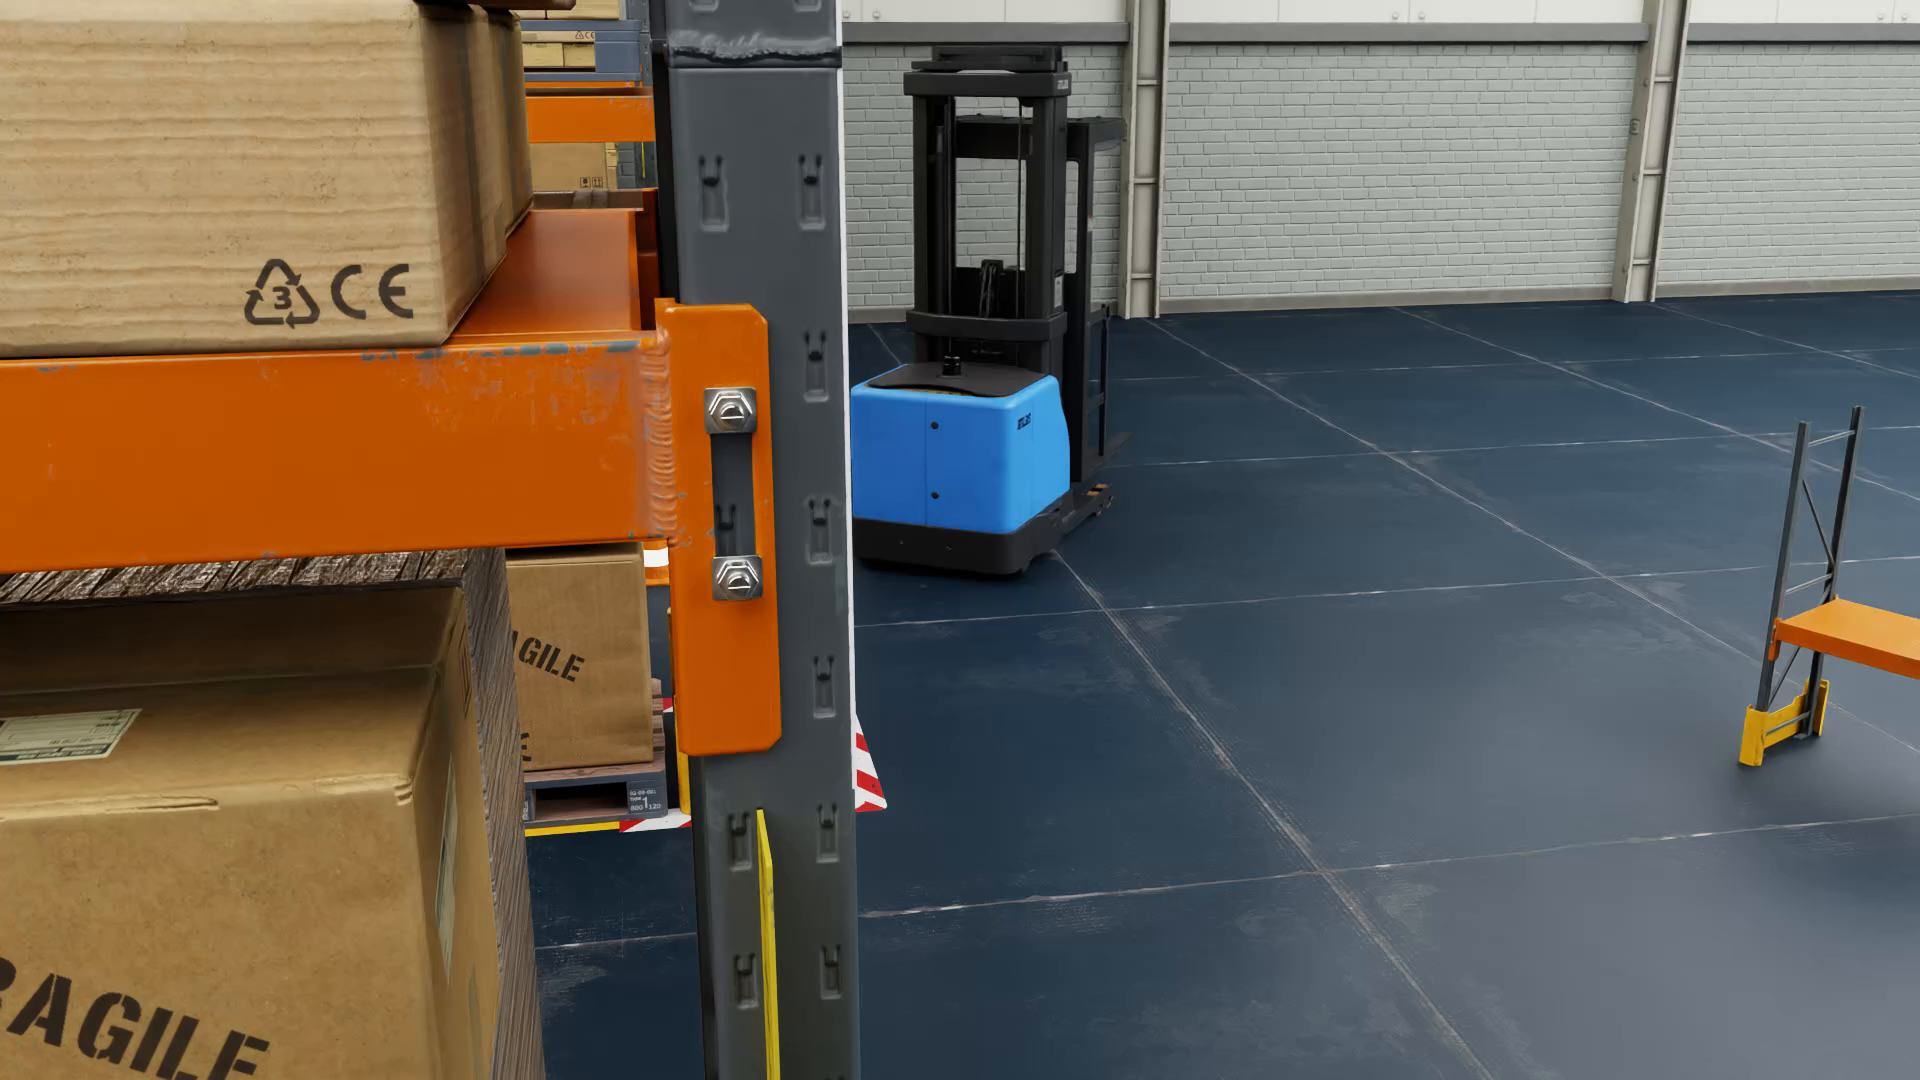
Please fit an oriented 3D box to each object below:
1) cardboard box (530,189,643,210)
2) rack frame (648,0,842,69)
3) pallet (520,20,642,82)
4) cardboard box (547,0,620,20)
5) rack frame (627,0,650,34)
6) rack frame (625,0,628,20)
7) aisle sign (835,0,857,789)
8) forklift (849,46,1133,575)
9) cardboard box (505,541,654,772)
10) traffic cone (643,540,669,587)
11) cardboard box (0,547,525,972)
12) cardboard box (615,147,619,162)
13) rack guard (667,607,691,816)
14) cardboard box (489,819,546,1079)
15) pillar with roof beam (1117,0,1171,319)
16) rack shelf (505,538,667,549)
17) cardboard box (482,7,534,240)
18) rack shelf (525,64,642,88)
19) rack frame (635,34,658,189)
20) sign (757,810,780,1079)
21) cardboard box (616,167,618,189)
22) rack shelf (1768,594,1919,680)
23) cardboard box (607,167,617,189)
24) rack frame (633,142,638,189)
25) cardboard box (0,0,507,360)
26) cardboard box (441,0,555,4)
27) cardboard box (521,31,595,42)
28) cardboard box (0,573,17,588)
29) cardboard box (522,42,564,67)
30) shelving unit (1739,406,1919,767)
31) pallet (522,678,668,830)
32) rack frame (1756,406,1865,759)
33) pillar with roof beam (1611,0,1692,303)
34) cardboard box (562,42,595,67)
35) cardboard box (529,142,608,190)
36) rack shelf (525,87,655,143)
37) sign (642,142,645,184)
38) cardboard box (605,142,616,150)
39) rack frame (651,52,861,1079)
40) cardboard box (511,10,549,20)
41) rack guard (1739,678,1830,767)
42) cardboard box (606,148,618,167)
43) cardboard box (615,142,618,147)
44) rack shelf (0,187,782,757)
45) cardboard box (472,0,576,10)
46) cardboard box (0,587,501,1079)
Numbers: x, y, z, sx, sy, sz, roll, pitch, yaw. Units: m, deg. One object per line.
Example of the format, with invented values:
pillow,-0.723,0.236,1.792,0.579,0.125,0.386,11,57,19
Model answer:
cardboard box,-1.459,-1.074,6.606,0.550,0.550,0.875,-3,17,-10
rack frame,-0.245,-1.928,1.263,0.127,3.000,1.000,-3,17,-10
pallet,-1.813,-1.843,6.246,1.213,0.211,1.003,-3,17,-10
cardboard box,-1.349,-1.942,5.960,0.250,0.149,0.380,-3,17,-11
rack frame,-2.125,-4.785,10.565,0.127,3.000,1.000,-3,17,-10
rack frame,-3.071,-6.216,15.223,0.127,3.000,1.000,-3,17,-10
aisle sign,-0.128,-0.220,1.492,0.004,0.787,0.394,-3,17,-10
forklift,0.375,-1.595,10.513,1.130,2.935,3.031,7,18,21
cardboard box,-1.740,0.376,6.883,0.875,0.875,0.875,-3,17,-10
traffic cone,-1.758,-0.008,9.549,0.334,0.463,0.336,-3,17,-10
cardboard box,-0.837,0.224,2.095,0.500,0.500,0.500,-3,17,-10
cardboard box,-3.453,-3.762,16.176,0.250,0.149,0.380,-4,17,-12
rack guard,-1.063,0.698,7.189,0.348,0.500,1.175,-3,17,-10
cardboard box,-0.791,0.772,2.012,0.500,0.500,0.875,-3,17,-10
pillar with roof beam,2.783,-5.530,12.990,0.400,9.000,9.100,-3,17,-10
rack shelf,-3.051,-0.041,6.561,4.000,0.370,1.077,-3,17,-10
cardboard box,-0.767,-0.470,1.881,0.500,0.250,0.500,-3,17,-9
rack shelf,-4.089,-2.896,10.748,4.000,0.370,1.077,-3,17,-10
rack frame,-2.125,-1.917,11.445,0.127,3.000,1.000,-3,17,-10
sign,-0.160,0.396,1.403,0.005,0.325,0.100,-3,17,-10
cardboard box,-3.610,-3.448,16.260,0.500,0.500,0.500,-3,17,-9
rack shelf,3.929,0.487,6.784,0.538,0.185,1.000,-13,21,-36
cardboard box,-3.504,-3.293,15.753,0.500,0.500,0.500,-4,17,-12
rack frame,-3.071,-3.348,16.104,0.127,3.000,1.000,-3,17,-10
cardboard box,-0.670,-0.323,1.400,0.500,0.250,0.500,-3,17,-9
cardboard box,-0.459,-0.508,1.324,0.250,0.149,0.380,-3,17,-10
cardboard box,-2.577,-3.316,10.638,0.500,0.250,0.500,-3,17,-11
cardboard box,-1.329,0.249,2.011,0.500,0.500,0.500,-3,17,-10
cardboard box,-2.661,-3.107,10.639,0.250,0.149,0.380,-3,17,-10
shelving unit,3.924,0.313,6.738,0.587,1.500,1.083,-13,21,-36
pallet,-1.857,0.904,7.009,1.213,0.211,1.003,-3,17,-10
rack frame,3.620,0.197,7.117,0.500,1.500,0.032,-13,21,-36
pillar with roof beam,8.674,-5.864,14.078,0.400,9.000,9.100,-3,17,-10
cardboard box,-2.423,-3.131,10.715,0.250,0.149,0.380,-3,17,-10
cardboard box,-2.585,-2.494,10.943,0.500,0.500,0.700,-4,17,-12
rack shelf,-3.051,-1.475,6.120,4.000,0.370,1.077,-3,17,-10
sign,-2.040,-2.461,10.704,0.005,0.325,0.100,-3,17,-10
cardboard box,-3.382,-3.767,15.687,0.250,0.149,0.380,-3,17,-10
rack frame,-0.245,0.939,2.144,0.127,3.000,1.000,-3,17,-10
cardboard box,-1.597,-1.928,5.915,0.250,0.149,0.380,-3,17,-10
rack guard,3.621,0.795,7.299,0.587,0.250,0.087,-13,21,-36
cardboard box,-3.358,-3.606,15.668,0.250,0.149,0.380,-3,17,-10
cardboard box,-3.441,-3.891,16.090,0.250,0.149,0.380,-4,17,-12
rack shelf,-2.209,-0.039,1.447,4.000,0.370,1.077,-3,17,-10
cardboard box,-0.560,-0.665,1.834,0.250,0.149,0.380,-3,17,-11
cardboard box,-0.738,0.373,1.607,0.500,0.500,0.500,-3,17,-10
